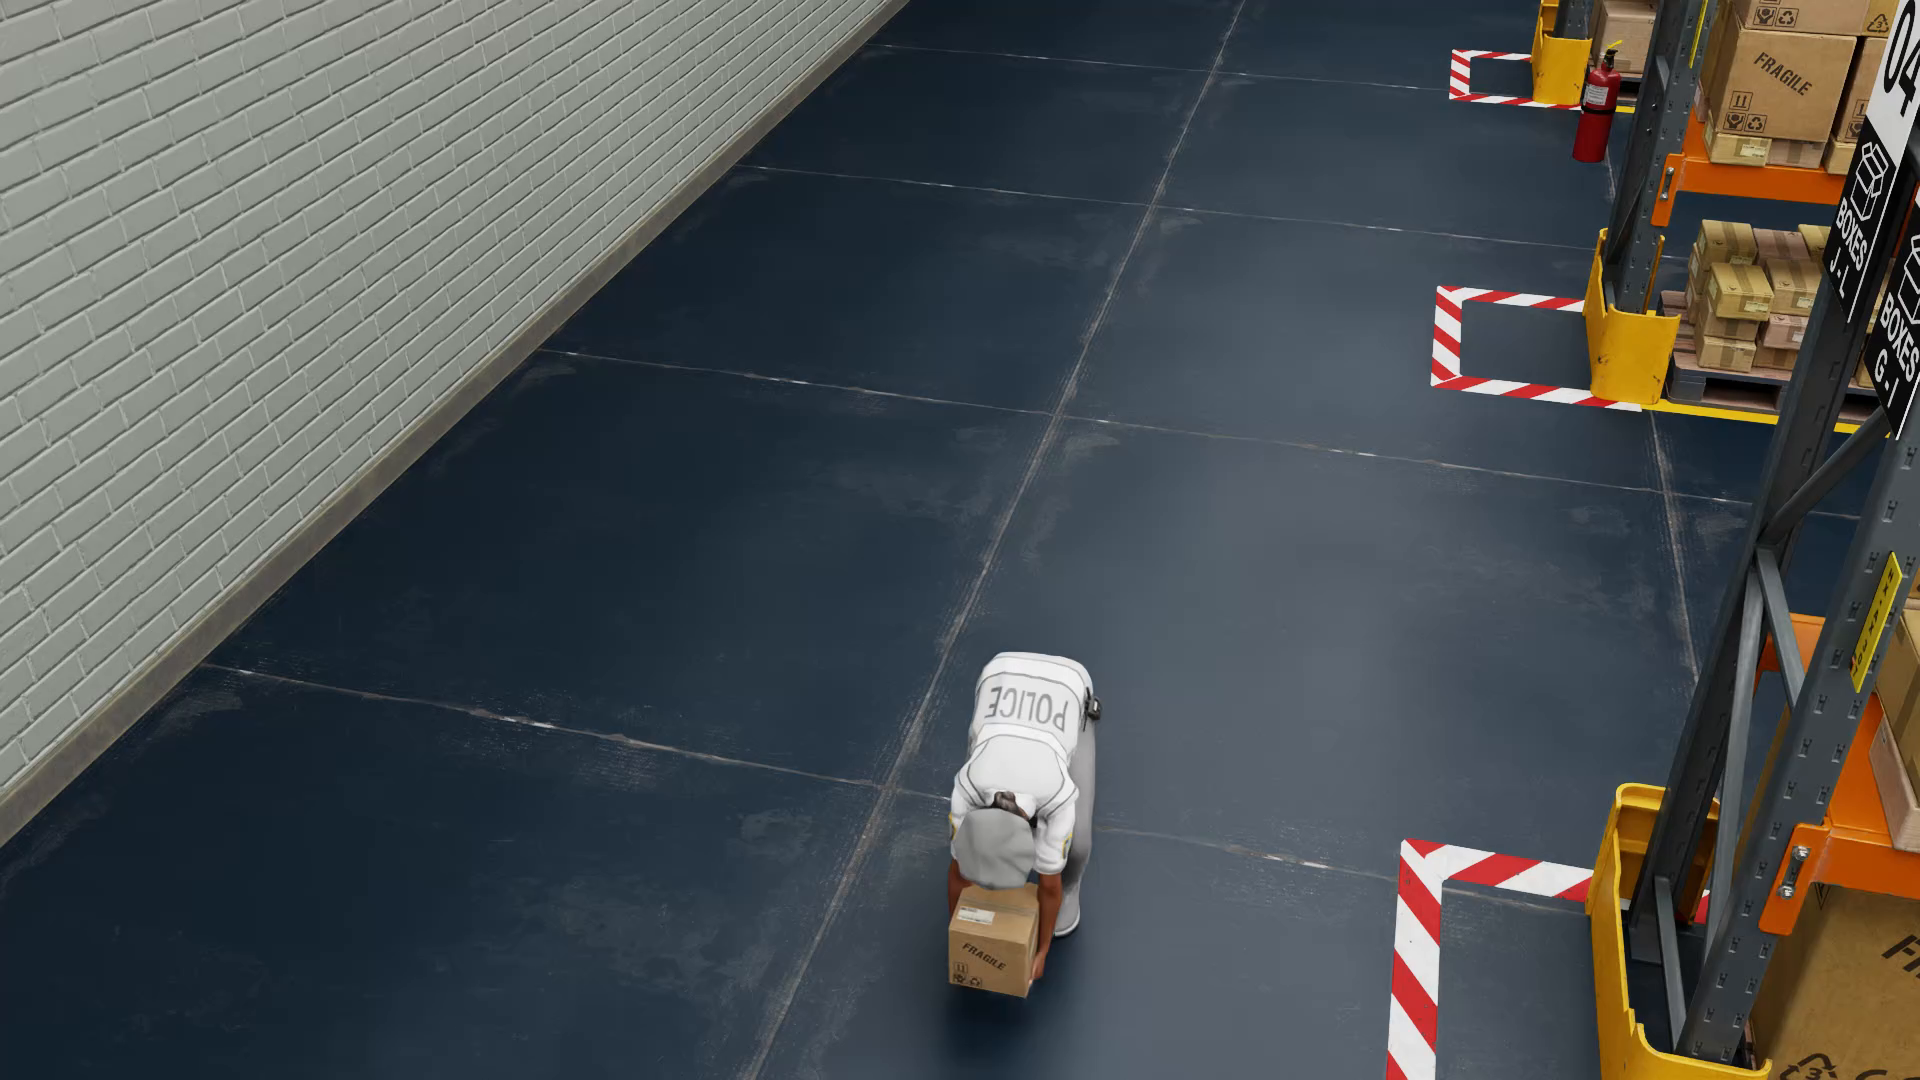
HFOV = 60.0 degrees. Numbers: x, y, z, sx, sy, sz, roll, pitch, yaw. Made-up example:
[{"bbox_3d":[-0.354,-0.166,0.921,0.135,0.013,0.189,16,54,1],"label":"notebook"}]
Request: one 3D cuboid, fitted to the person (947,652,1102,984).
[{"bbox_3d":[0.190,0.938,5.319,0.449,0.987,0.928,7,34,10],"label":"person"}]
